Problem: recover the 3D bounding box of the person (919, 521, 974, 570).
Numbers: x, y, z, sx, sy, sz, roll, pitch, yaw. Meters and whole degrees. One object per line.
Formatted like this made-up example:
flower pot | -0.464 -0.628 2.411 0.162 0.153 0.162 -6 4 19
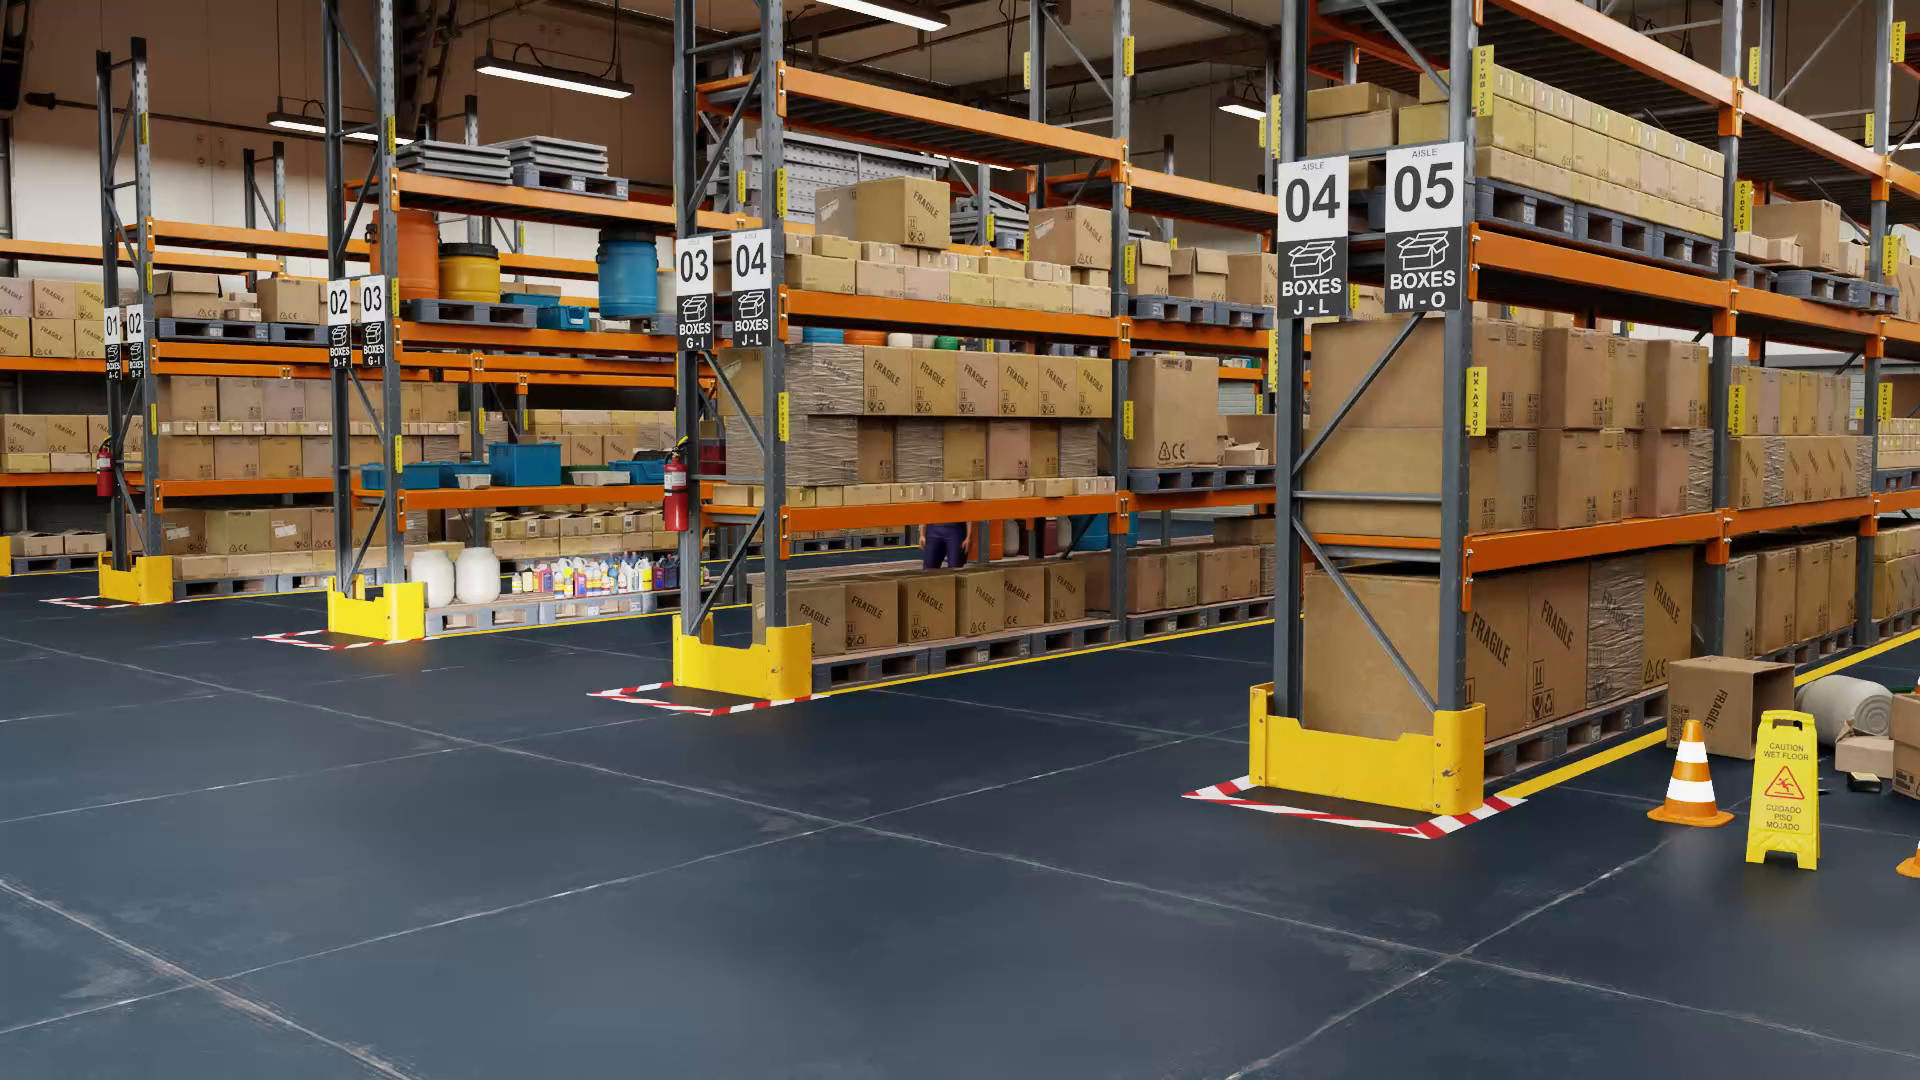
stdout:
person | -0.139 -0.007 15.661 0.566 1.652 0.368 1 4 22
